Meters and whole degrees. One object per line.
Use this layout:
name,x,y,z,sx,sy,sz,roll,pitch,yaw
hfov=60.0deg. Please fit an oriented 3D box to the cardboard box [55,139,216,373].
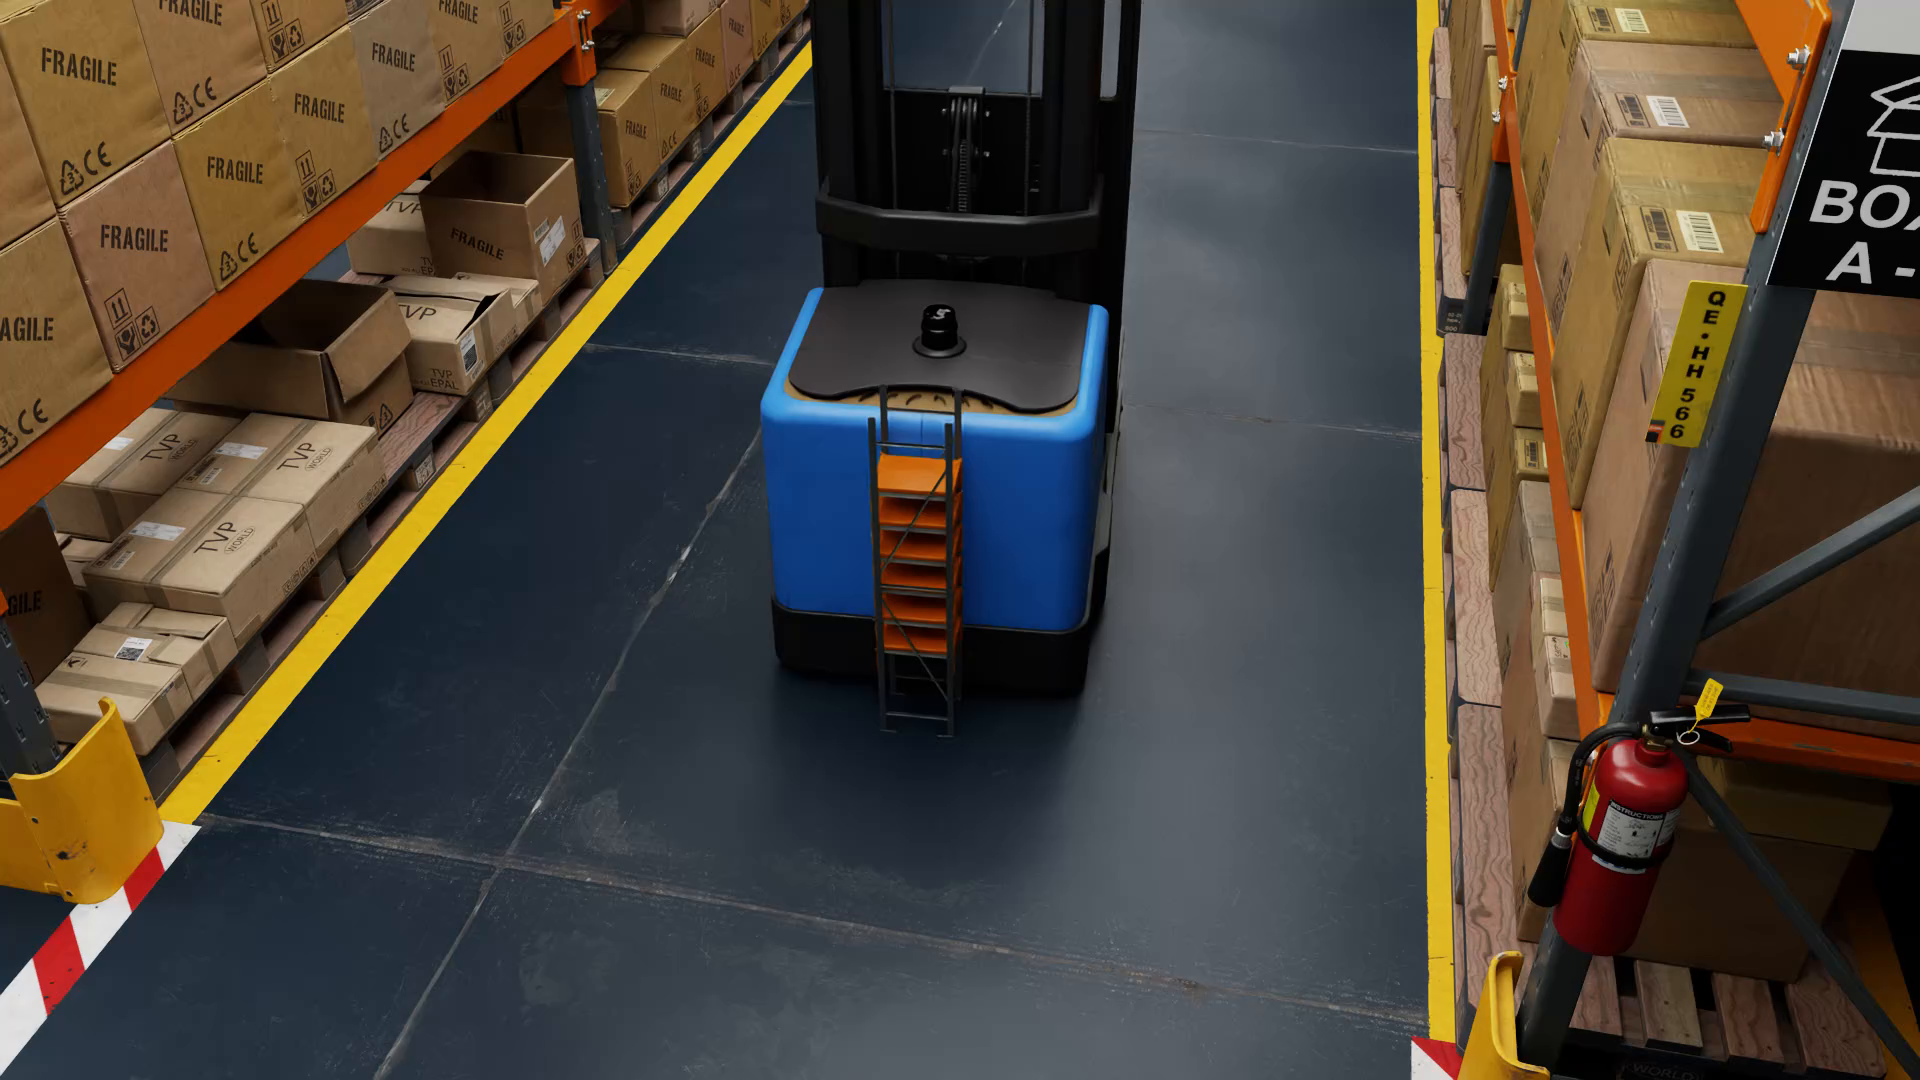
cardboard box,-2.560,-0.841,4.769,0.500,0.500,0.500,7,37,10

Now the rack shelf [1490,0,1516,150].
rack shelf,3.105,-2.813,8.188,1.077,0.370,4.000,7,37,10

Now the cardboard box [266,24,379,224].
cardboard box,-2.341,-1.415,5.561,0.500,0.500,0.500,8,37,11

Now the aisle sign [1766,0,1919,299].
aisle sign,1.515,-0.713,2.463,0.394,0.787,0.004,7,37,10

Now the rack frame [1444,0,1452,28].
rack frame,3.532,-4.251,9.559,1.000,3.000,0.127,7,37,10

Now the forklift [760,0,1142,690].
forklift,0.081,-1.549,5.889,1.130,2.935,3.031,4,36,6

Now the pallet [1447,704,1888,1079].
pallet,1.917,0.997,4.695,1.003,0.211,1.213,7,37,10

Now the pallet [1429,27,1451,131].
pallet,3.290,-2.679,9.766,1.003,0.211,1.213,7,37,10

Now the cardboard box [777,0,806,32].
cardboard box,-1.279,-3.470,10.237,0.500,0.500,0.500,9,37,12

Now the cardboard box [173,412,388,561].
cardboard box,-2.410,-0.197,5.934,0.500,0.250,0.500,7,37,10

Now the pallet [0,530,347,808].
pallet,-2.832,0.345,5.594,1.003,0.211,1.213,7,37,10

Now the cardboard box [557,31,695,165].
cardboard box,-1.718,-2.296,8.617,0.500,0.500,0.500,8,37,11

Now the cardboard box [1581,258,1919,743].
cardboard box,1.922,-0.079,3.548,0.980,0.700,0.700,9,37,12

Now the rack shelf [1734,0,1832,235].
rack shelf,2.250,-1.734,4.144,1.077,0.370,4.000,7,37,10

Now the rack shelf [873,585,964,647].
rack shelf,-0.127,0.226,5.194,0.258,0.103,0.180,5,37,6

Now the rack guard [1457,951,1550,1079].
rack guard,1.818,1.362,3.945,1.175,0.500,0.348,7,37,10

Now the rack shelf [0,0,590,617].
rack shelf,-2.590,-1.138,5.878,1.077,0.370,4.000,7,37,10

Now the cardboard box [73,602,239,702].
cardboard box,-2.539,0.346,5.256,0.380,0.166,0.250,7,37,10

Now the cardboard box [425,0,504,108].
cardboard box,-2.128,-2.002,6.371,0.500,0.500,0.500,8,37,11

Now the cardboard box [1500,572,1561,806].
cardboard box,1.982,0.477,4.808,0.700,0.500,0.500,7,37,10

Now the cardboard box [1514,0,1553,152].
cardboard box,2.546,-1.770,5.880,0.980,0.700,0.700,8,37,11

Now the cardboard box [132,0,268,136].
cardboard box,-2.449,-1.537,4.877,0.500,0.500,0.500,8,37,11

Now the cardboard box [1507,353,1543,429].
cardboard box,2.055,-0.489,5.589,0.380,0.149,0.250,6,36,9

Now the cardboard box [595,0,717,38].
cardboard box,-1.608,-2.866,8.764,0.500,0.250,0.500,7,37,10

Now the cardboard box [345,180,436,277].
cardboard box,-2.464,-1.452,7.614,0.500,0.311,0.500,7,37,10

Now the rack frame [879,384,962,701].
rack frame,-0.114,0.040,5.170,0.240,1.200,0.006,5,37,6

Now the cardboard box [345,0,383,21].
cardboard box,-2.232,-2.116,5.677,0.500,0.500,0.500,8,37,10

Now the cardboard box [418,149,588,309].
cardboard box,-2.007,-1.380,7.353,0.500,0.500,0.500,7,37,10

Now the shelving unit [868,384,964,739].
shelving unit,-0.127,0.094,5.097,0.258,1.200,0.189,5,37,6

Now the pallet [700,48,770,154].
pallet,-1.767,-2.620,9.685,1.003,0.211,1.213,7,37,10

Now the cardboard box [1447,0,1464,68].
cardboard box,3.247,-3.145,9.507,0.750,0.750,0.750,7,36,9

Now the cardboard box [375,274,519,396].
cardboard box,-2.167,-0.873,6.815,0.500,0.311,0.500,7,37,10

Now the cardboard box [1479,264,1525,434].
cardboard box,2.418,-0.699,6.431,0.700,0.500,0.500,8,37,11

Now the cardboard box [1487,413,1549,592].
cardboard box,2.195,-0.118,5.629,0.700,0.500,0.500,8,37,11

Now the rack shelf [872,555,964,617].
rack shelf,-0.127,0.129,5.123,0.258,0.103,0.180,5,37,6

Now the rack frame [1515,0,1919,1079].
rack frame,1.820,0.335,3.231,0.949,2.616,0.053,7,37,10

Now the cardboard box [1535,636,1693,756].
cardboard box,1.724,0.405,4.355,0.380,0.149,0.250,7,37,9

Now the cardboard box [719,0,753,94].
cardboard box,-1.496,-2.872,9.411,0.500,0.500,0.500,6,36,8

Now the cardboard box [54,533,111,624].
cardboard box,-2.967,0.123,5.564,0.380,0.166,0.250,7,37,10

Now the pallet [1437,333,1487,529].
pallet,2.439,-0.402,6.625,1.003,0.211,1.213,7,37,10

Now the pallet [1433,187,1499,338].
pallet,2.769,-1.280,7.836,1.003,0.211,1.213,7,37,10

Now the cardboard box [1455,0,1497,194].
cardboard box,2.876,-2.156,8.143,0.750,0.750,0.750,8,37,11

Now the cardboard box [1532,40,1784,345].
cardboard box,2.239,-0.934,4.727,0.980,0.700,0.700,6,36,8

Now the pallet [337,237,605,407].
pallet,-2.310,-1.053,7.524,1.003,0.211,1.213,7,37,10

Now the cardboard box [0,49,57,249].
cardboard box,-2.665,-0.950,4.067,0.500,0.500,0.500,8,37,11

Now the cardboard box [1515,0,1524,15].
cardboard box,2.530,-2.423,6.681,0.500,0.500,0.500,7,36,9

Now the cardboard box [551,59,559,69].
cardboard box,-2.224,-2.343,8.682,0.500,0.500,0.500,7,37,10

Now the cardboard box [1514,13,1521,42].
cardboard box,2.473,-2.093,6.779,0.380,0.149,0.250,8,37,10

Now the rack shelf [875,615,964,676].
rack shelf,-0.127,0.322,5.266,0.258,0.103,0.180,5,37,6
